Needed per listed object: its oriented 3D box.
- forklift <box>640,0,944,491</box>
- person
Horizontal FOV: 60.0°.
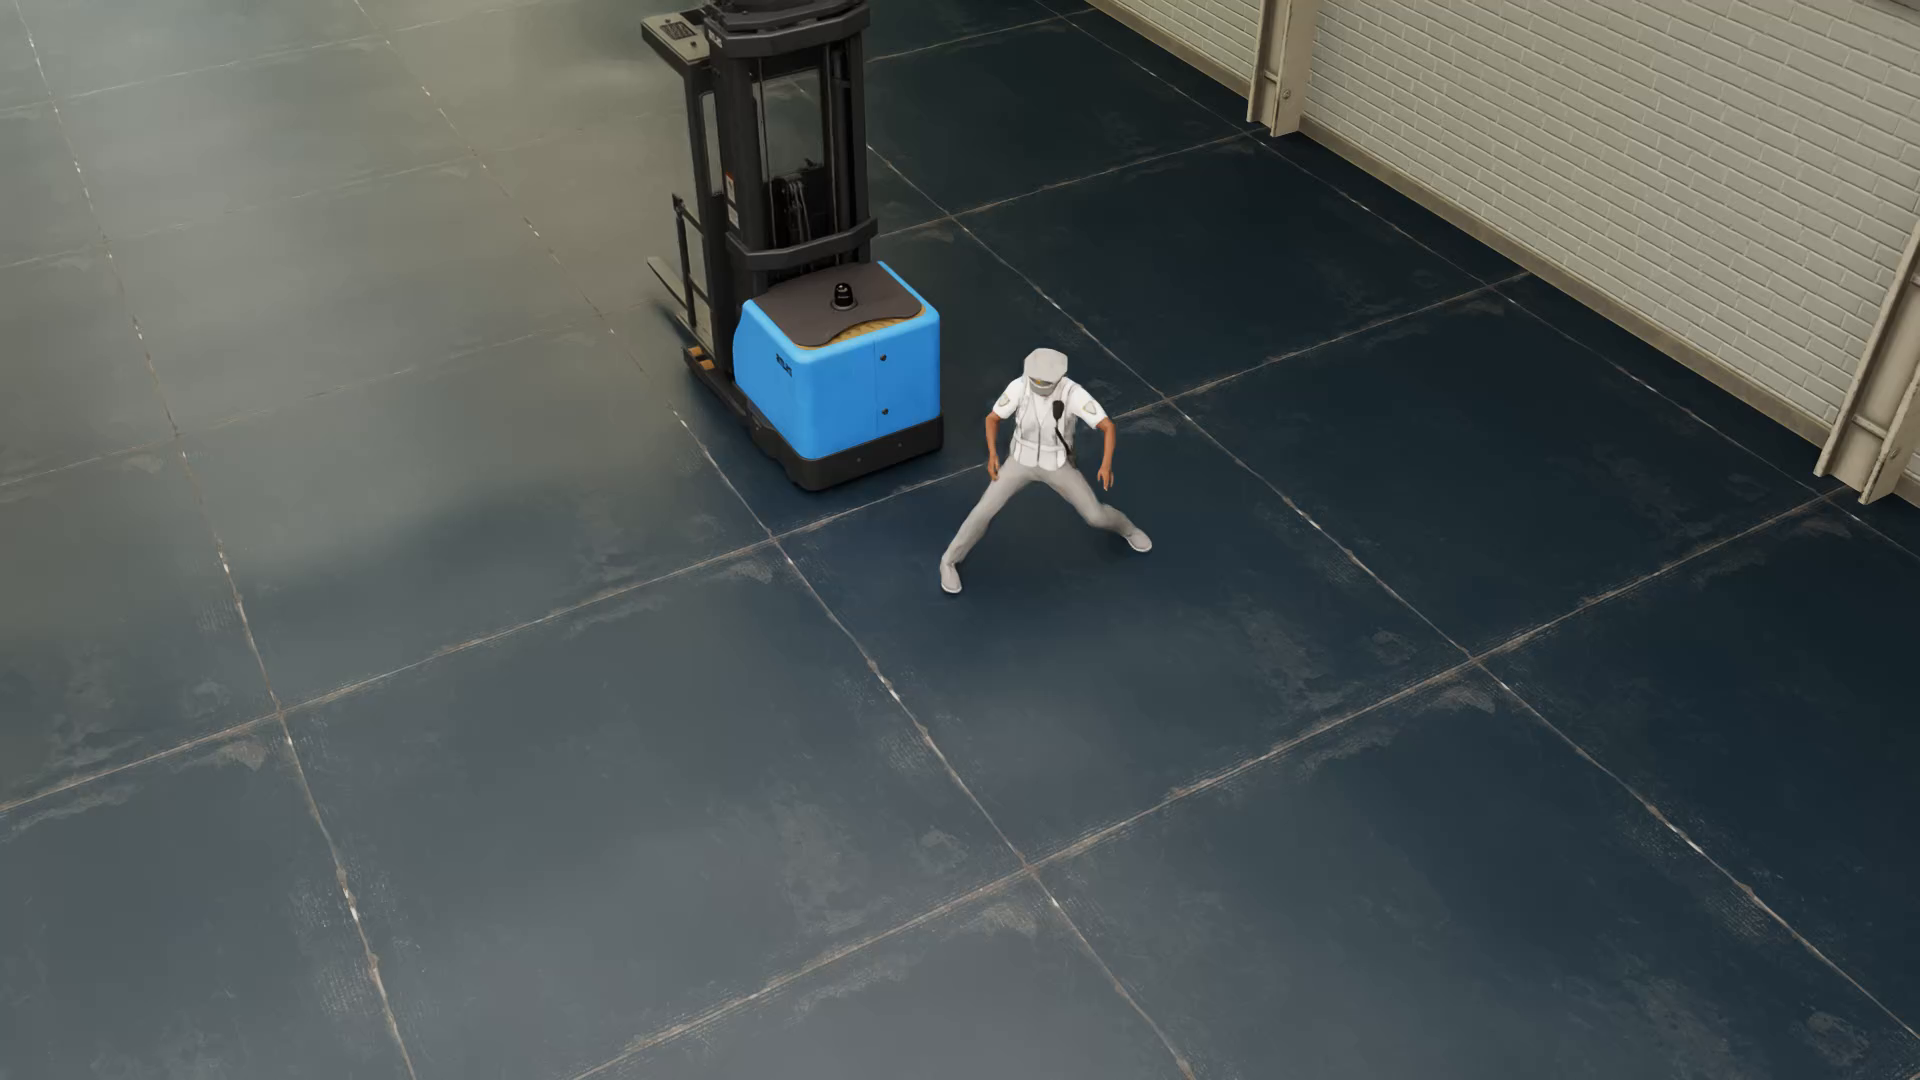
[{"bbox_3d":[-1.298,-2.363,10.885,1.130,2.935,3.031,-21,44,-23],"label":"forklift"},{"bbox_3d":[0.519,-0.410,9.679,1.204,1.473,0.878,10,41,12],"label":"person"}]
